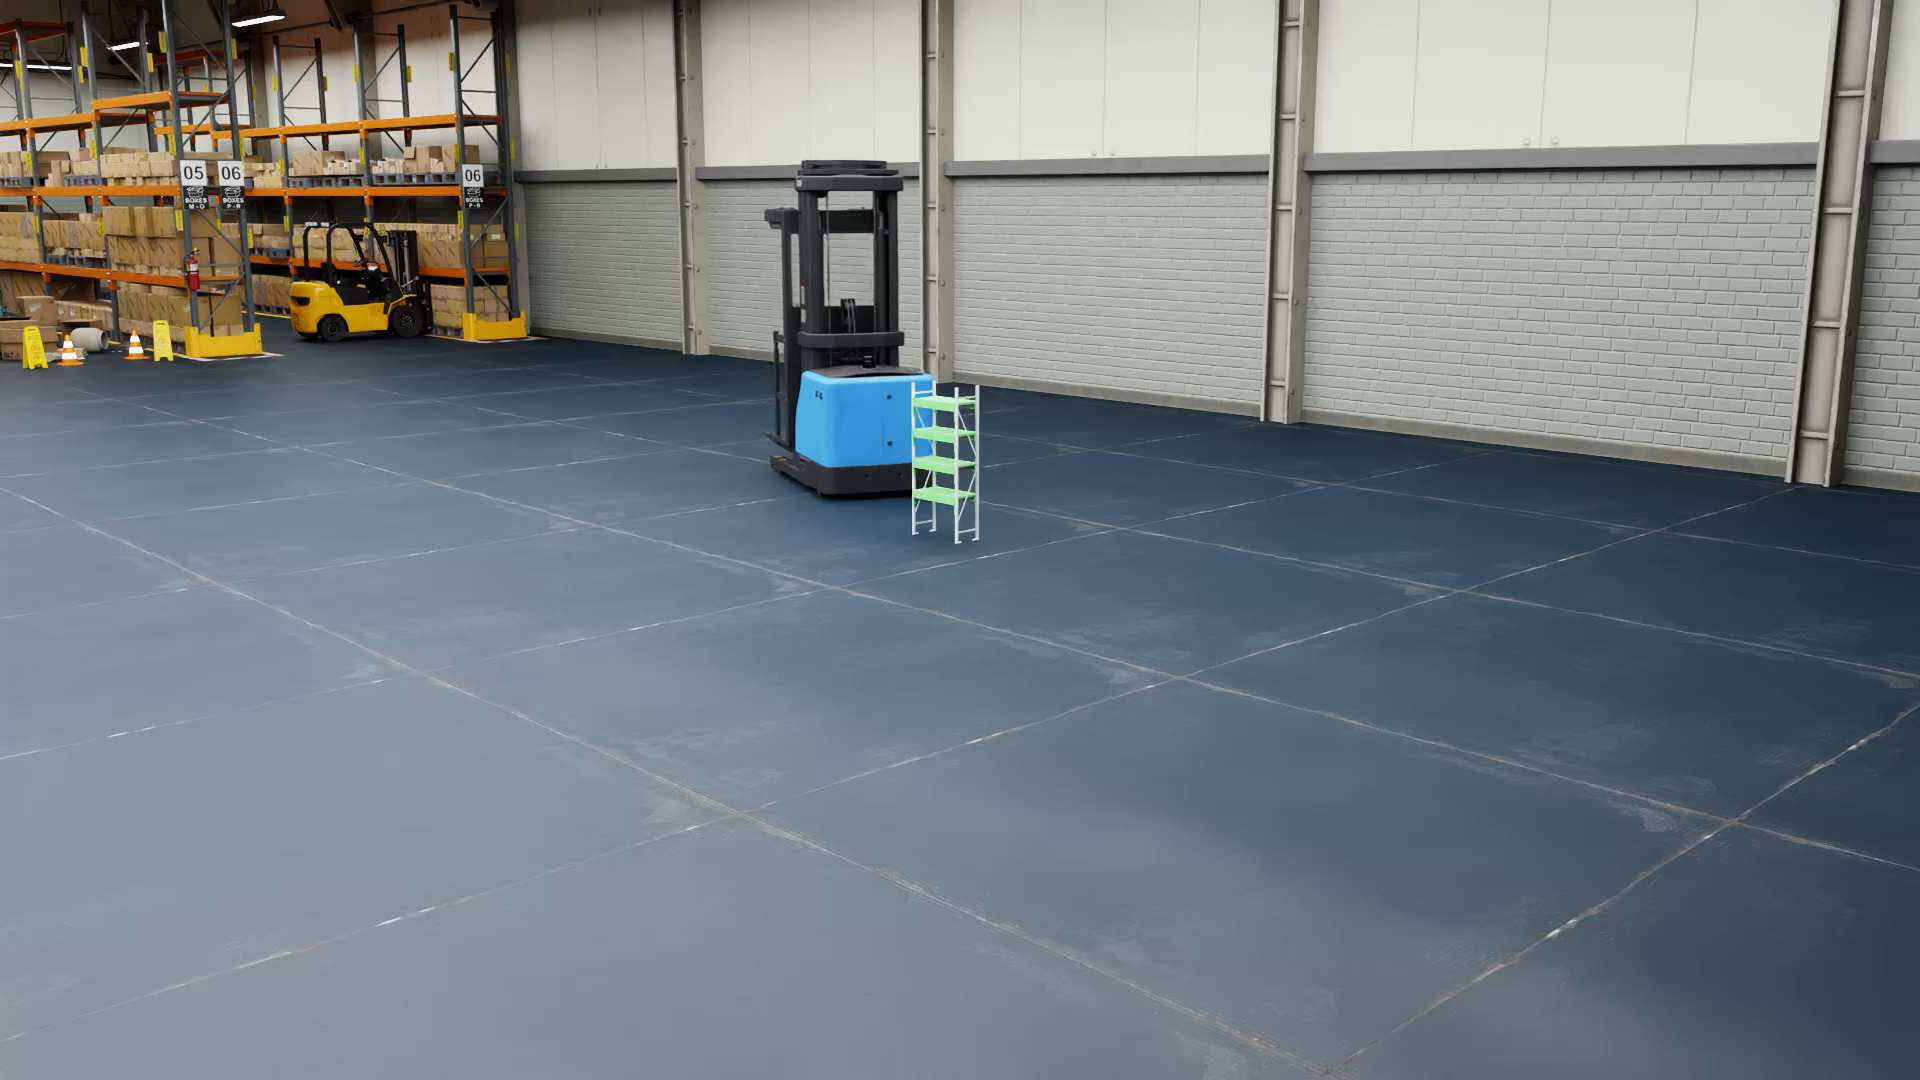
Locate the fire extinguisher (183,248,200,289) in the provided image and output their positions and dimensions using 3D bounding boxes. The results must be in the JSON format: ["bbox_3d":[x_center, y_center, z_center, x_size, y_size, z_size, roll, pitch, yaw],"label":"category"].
[{"bbox_3d":[-12.628,-4.470,27.366,0.296,0.674,0.183,-11,16,-43],"label":"fire extinguisher"}]

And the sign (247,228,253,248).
[{"bbox_3d":[-11.981,-5.088,28.030,0.100,0.325,0.005,-11,16,-43],"label":"sign"}]

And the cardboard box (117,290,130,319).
[{"bbox_3d":[-14.924,-4.275,30.143,0.500,0.500,0.500,-10,15,-40],"label":"cardboard box"}]

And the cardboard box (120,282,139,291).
[{"bbox_3d":[-14.881,-4.566,29.948,0.380,0.149,0.250,-11,16,-42],"label":"cardboard box"}]

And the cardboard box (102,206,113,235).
[{"bbox_3d":[-14.989,-5.762,29.985,0.700,0.500,0.500,-11,16,-43],"label":"cardboard box"}]

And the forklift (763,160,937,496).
[{"bbox_3d":[-1.195,-2.077,15.730,1.130,2.935,3.031,-4,12,-20],"label":"forklift"}]

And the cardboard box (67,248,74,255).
[{"bbox_3d":[-17.084,-5.606,32.270,0.380,0.149,0.250,-10,15,-39],"label":"cardboard box"}]

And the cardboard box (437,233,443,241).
[{"bbox_3d":[-9.724,-5.776,31.660,0.380,0.149,0.250,-11,16,-43],"label":"cardboard box"}]

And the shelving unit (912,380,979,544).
[{"bbox_3d":[-0.114,-0.612,12.908,0.258,1.200,0.503,-11,16,-43],"label":"shelving unit"}]

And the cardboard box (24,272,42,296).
[{"bbox_3d":[-18.928,-5.164,34.770,0.875,0.875,0.875,-11,16,-42],"label":"cardboard box"}]

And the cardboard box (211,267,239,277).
[{"bbox_3d":[-12.458,-4.544,28.157,0.380,0.149,0.250,-11,16,-42],"label":"cardboard box"}]

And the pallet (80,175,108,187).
[{"bbox_3d":[-15.485,-6.655,30.810,1.213,0.211,1.003,-11,16,-43],"label":"pallet"}]

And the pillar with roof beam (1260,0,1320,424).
[{"bbox_3d":[0.702,-5.220,15.945,9.100,9.000,0.400,-11,16,-43],"label":"pillar with roof beam"}]

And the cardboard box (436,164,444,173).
[{"bbox_3d":[-9.578,-6.960,31.162,0.250,0.149,0.380,11,16,44],"label":"cardboard box"}]

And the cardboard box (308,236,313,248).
[{"bbox_3d":[-13.836,-6.448,35.907,0.500,0.250,0.500,-10,15,-41],"label":"cardboard box"}]

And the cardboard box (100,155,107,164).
[{"bbox_3d":[-15.154,-6.818,29.782,0.380,0.149,0.250,-11,16,-44],"label":"cardboard box"}]

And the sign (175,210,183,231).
[{"bbox_3d":[-12.789,-5.236,27.241,0.100,0.325,0.005,-11,16,-43],"label":"sign"}]

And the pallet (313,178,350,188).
[{"bbox_3d":[-13.003,-7.576,35.283,1.003,0.211,1.213,-10,15,-40],"label":"pallet"}]

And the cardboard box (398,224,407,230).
[{"bbox_3d":[-10.812,-6.142,32.696,0.380,0.149,0.250,-11,16,-43],"label":"cardboard box"}]

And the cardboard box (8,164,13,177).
[{"bbox_3d":[-19.102,-7.517,33.825,0.258,0.266,0.396,11,16,44],"label":"cardboard box"}]

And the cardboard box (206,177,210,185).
[{"bbox_3d":[-12.614,-6.054,28.053,0.250,0.149,0.380,11,16,43],"label":"cardboard box"}]

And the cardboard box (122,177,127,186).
[{"bbox_3d":[-14.562,-6.330,29.392,0.380,0.149,0.250,-10,15,-41],"label":"cardboard box"}]

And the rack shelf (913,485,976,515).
[{"bbox_3d":[-0.114,-0.314,12.969,0.258,0.148,0.480,-11,16,-43],"label":"rack shelf"}]

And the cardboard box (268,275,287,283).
[{"bbox_3d":[-15.518,-5.946,37.883,0.380,0.149,0.250,-11,16,-43],"label":"cardboard box"}]

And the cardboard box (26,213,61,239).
[{"bbox_3d":[-18.444,-6.334,33.496,0.500,0.500,0.500,11,16,44],"label":"cardboard box"}]

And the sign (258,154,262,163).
[{"bbox_3d":[-16.674,-9.025,39.594,0.100,0.325,0.005,-11,16,-43],"label":"sign"}]

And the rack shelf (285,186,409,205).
[{"bbox_3d":[-12.930,-7.273,35.131,1.077,0.370,4.000,-11,16,-43],"label":"rack shelf"}]

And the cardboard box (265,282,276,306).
[{"bbox_3d":[-15.460,-5.612,37.872,0.500,0.500,0.500,-10,15,-40],"label":"cardboard box"}]

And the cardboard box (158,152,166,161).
[{"bbox_3d":[-13.160,-6.411,27.810,0.380,0.149,0.250,-11,16,-43],"label":"cardboard box"}]

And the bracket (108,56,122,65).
[{"bbox_3d":[-23.226,-13.193,45.728,0.235,0.232,0.430,-11,16,-43],"label":"bracket"}]

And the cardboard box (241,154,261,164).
[{"bbox_3d":[-16.606,-8.913,38.874,0.396,0.266,0.258,-11,16,-43],"label":"cardboard box"}]

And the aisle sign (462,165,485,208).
[{"bbox_3d":[-8.953,-6.504,30.603,0.394,0.787,0.004,-11,16,-43],"label":"aisle sign"}]

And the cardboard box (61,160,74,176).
[{"bbox_3d":[-16.824,-7.057,32.043,0.797,0.503,0.637,-11,16,-43],"label":"cardboard box"}]

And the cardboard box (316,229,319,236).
[{"bbox_3d":[-13.538,-6.586,35.590,0.380,0.149,0.250,-11,16,-42],"label":"cardboard box"}]

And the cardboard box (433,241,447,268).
[{"bbox_3d":[-9.667,-5.442,31.645,0.500,0.500,0.500,-10,15,-41],"label":"cardboard box"}]

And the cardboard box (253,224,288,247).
[{"bbox_3d":[-15.572,-6.917,37.756,0.637,0.503,0.797,11,16,44],"label":"cardboard box"}]

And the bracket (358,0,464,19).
[{"bbox_3d":[-10.938,-10.597,33.124,0.076,0.066,4.783,-11,16,-43],"label":"bracket"}]

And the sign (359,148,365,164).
[{"bbox_3d":[-11.934,-7.664,33.183,0.100,0.325,0.005,-11,16,-43],"label":"sign"}]

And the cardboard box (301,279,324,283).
[{"bbox_3d":[-13.890,-5.398,36.524,0.875,0.625,0.625,-10,15,-41],"label":"cardboard box"}]

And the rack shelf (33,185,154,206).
[{"bbox_3d":[-16.517,-6.581,31.771,1.077,0.370,4.000,-11,16,-43],"label":"rack shelf"}]

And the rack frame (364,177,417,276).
[{"bbox_3d":[-11.548,-5.865,33.944,1.000,3.000,0.127,-11,16,-43],"label":"rack frame"}]

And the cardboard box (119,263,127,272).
[{"bbox_3d":[-14.938,-4.929,30.025,0.380,0.149,0.250,-10,15,-41],"label":"cardboard box"}]

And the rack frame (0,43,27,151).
[{"bbox_3d":[-20.660,-9.278,35.646,1.000,3.000,0.127,-11,16,-43],"label":"rack frame"}]

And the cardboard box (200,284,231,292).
[{"bbox_3d":[-18.202,-6.213,40.790,0.500,0.500,0.700,11,16,43],"label":"cardboard box"}]

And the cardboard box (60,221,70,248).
[{"bbox_3d":[-17.018,-5.907,32.124,0.500,0.500,0.500,-11,16,-42],"label":"cardboard box"}]

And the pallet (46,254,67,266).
[{"bbox_3d":[-17.329,-5.573,33.004,1.213,0.211,1.003,-11,16,-43],"label":"pallet"}]
